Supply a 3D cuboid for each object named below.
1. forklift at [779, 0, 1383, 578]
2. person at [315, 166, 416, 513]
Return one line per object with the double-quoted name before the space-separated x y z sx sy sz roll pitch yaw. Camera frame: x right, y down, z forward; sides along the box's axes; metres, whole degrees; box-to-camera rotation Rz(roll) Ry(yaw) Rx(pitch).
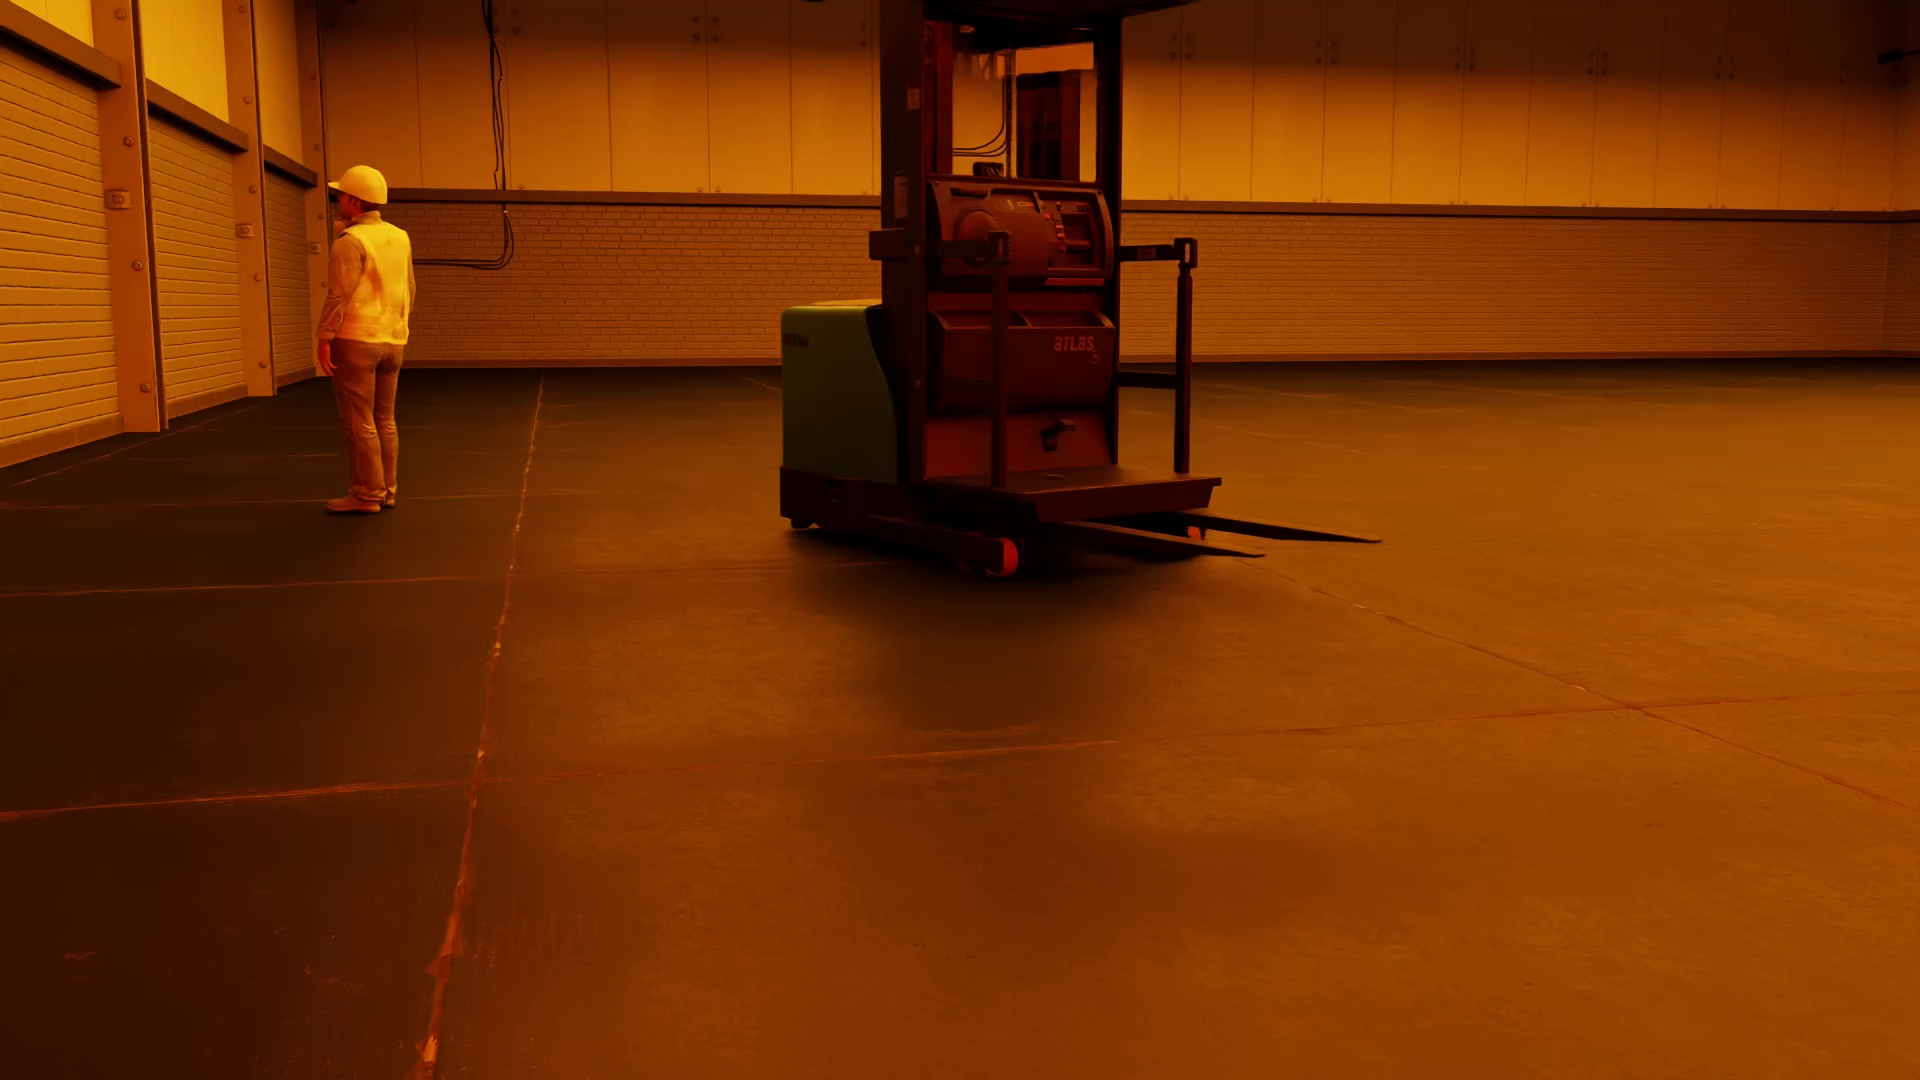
"forklift" 0.399 -1.375 6.954 1.130 2.935 3.031 -6 10 -35
"person" -3.142 -1.032 8.637 0.563 1.775 0.626 3 8 20
